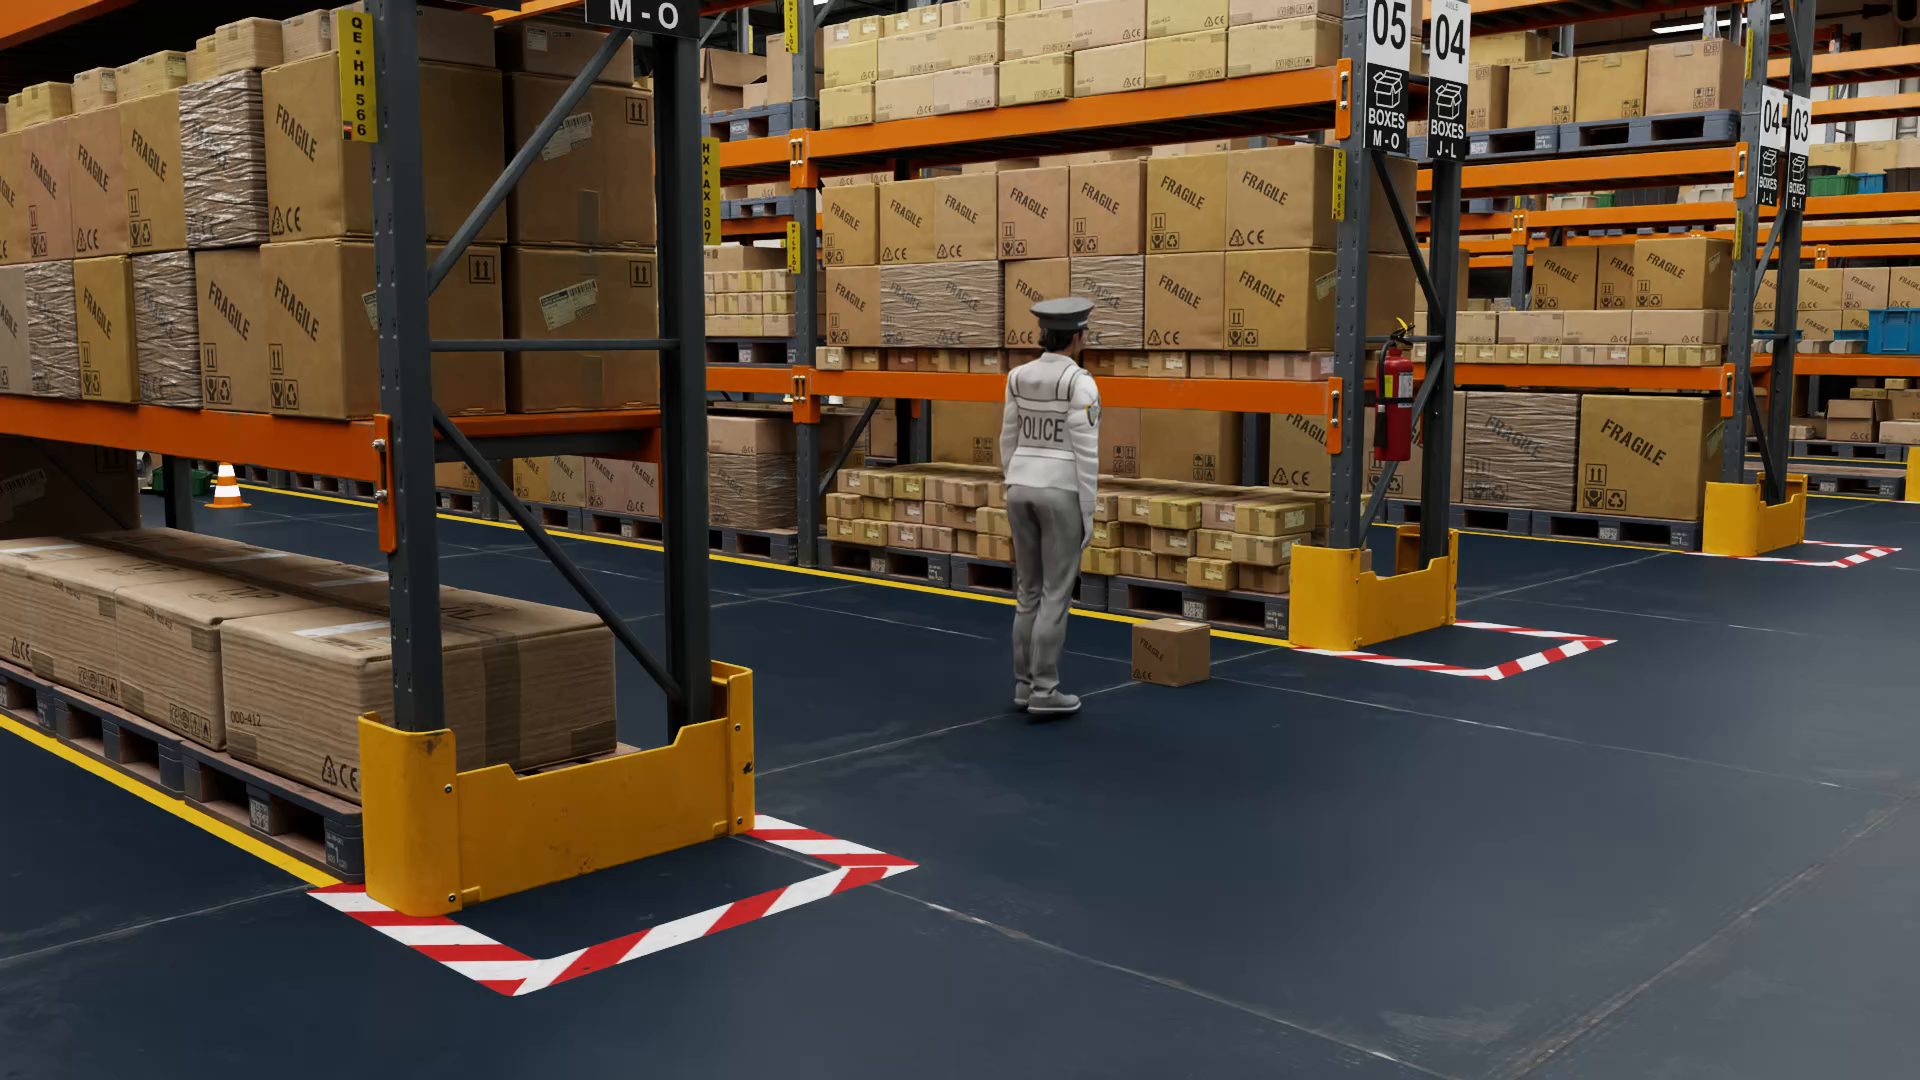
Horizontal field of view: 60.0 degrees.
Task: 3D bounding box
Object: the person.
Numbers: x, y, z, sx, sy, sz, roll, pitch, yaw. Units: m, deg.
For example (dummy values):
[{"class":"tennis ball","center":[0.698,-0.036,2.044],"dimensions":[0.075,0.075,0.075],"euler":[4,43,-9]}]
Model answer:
[{"class":"person","center":[0.347,-0.129,6.713],"dimensions":[0.499,1.696,0.408],"euler":[6,10,42]}]
